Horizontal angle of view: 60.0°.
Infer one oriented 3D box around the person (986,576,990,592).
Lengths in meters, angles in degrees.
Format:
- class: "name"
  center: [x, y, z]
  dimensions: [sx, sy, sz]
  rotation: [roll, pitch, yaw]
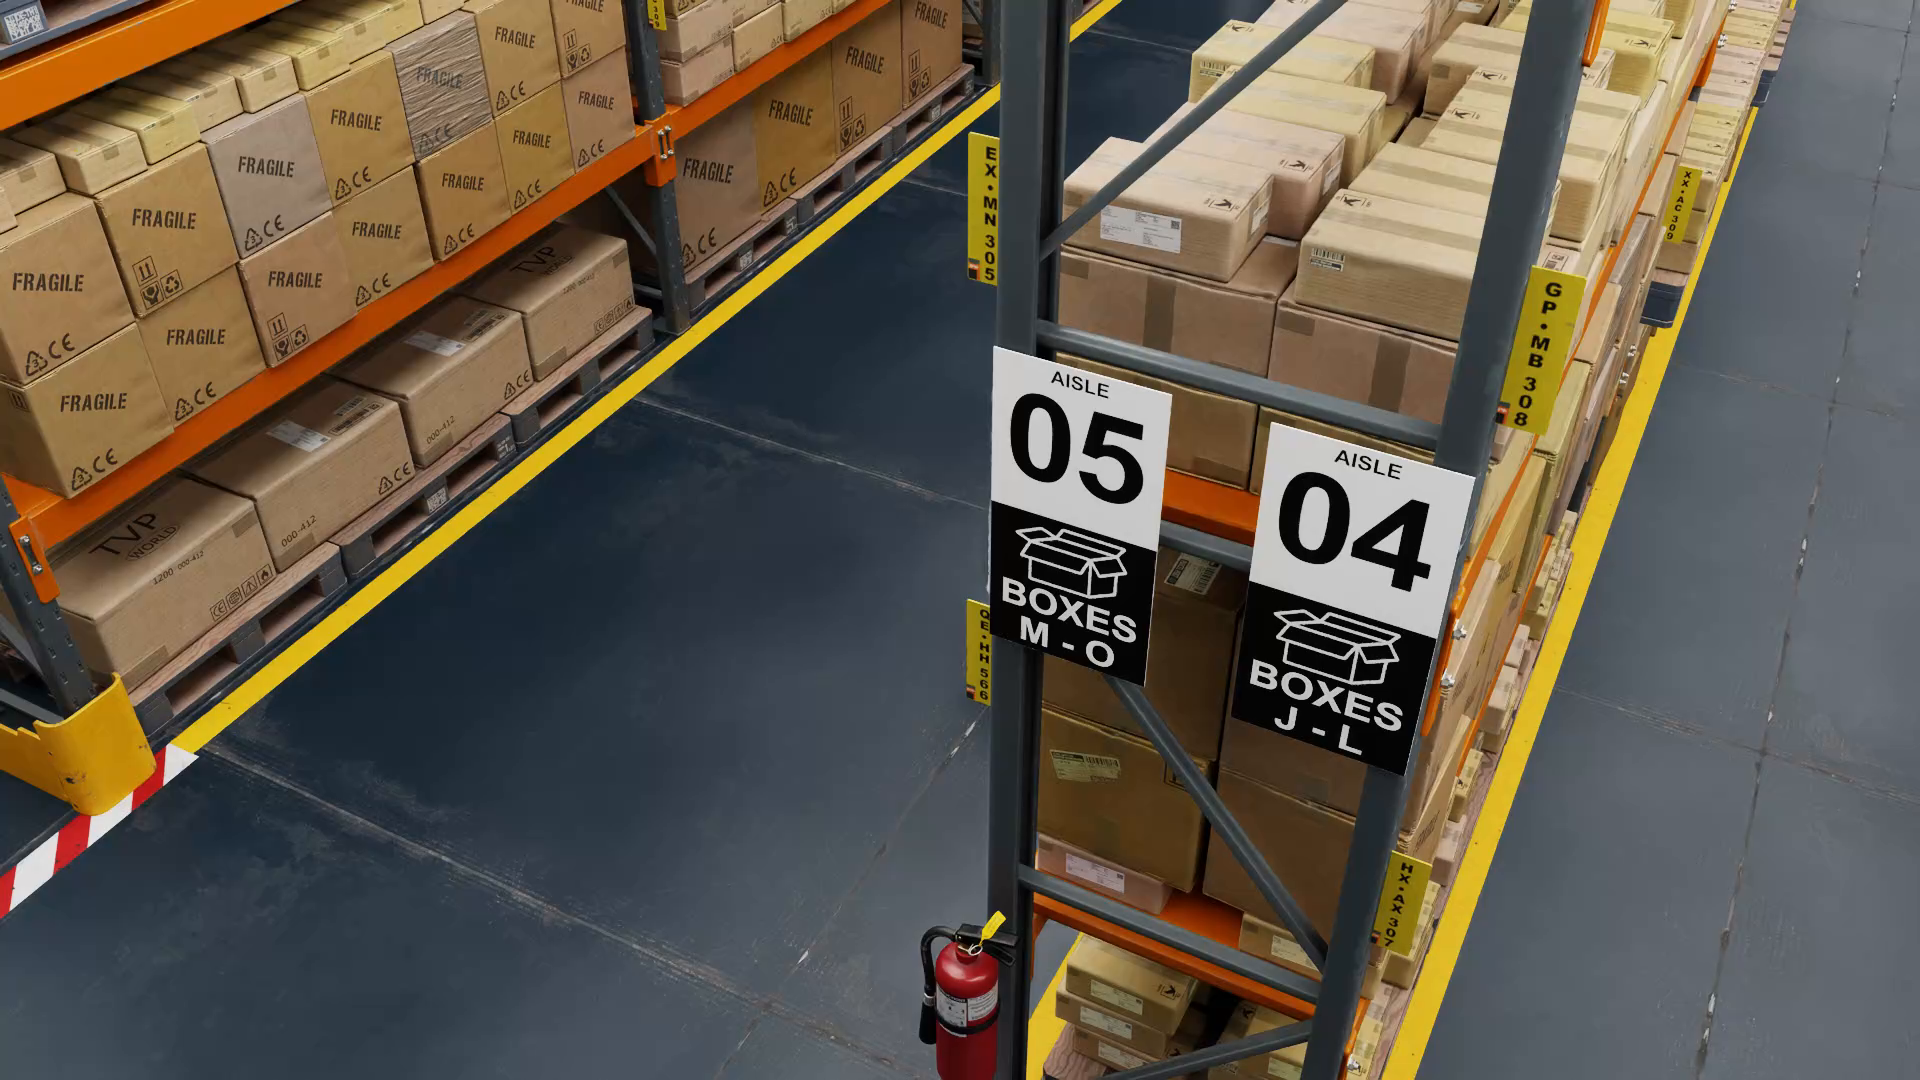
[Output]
- class: "person"
  center: [0.446, 0.018, 7.295]
  dimensions: [0.469, 0.976, 0.847]
  rotation: [24, 44, 28]
